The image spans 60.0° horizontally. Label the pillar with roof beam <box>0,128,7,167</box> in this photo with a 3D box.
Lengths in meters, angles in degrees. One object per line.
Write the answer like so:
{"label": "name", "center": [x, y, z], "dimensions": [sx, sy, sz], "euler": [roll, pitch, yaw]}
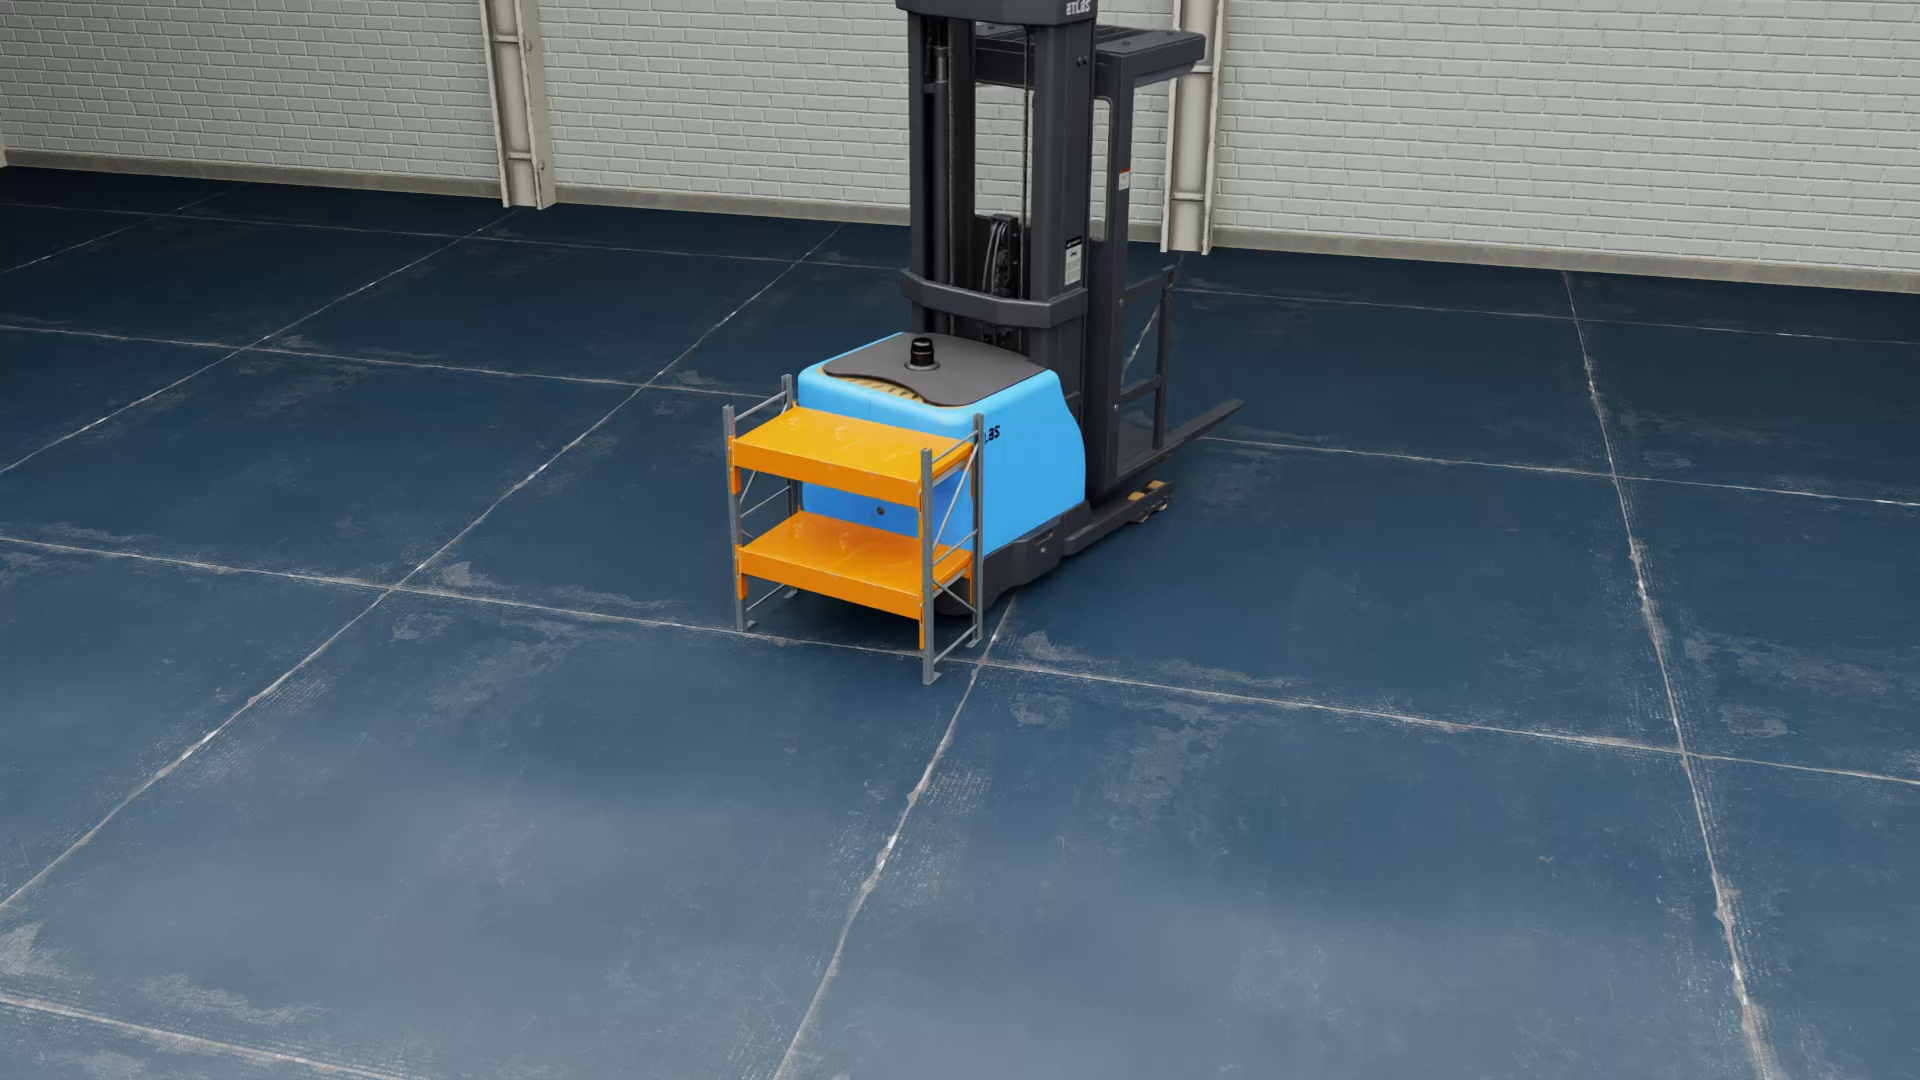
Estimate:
{"label": "pillar with roof beam", "center": [-10.809, -5.984, 10.850], "dimensions": [0.400, 9.000, 9.100], "euler": [6, 26, 13]}

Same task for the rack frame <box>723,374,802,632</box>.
{"label": "rack frame", "center": [-0.918, -0.170, 7.798], "dimensions": [0.032, 1.125, 0.500], "euler": [13, 29, 26]}

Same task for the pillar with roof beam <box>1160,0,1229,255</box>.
{"label": "pillar with roof beam", "center": [0.813, -4.699, 8.152], "dimensions": [0.400, 9.000, 9.100], "euler": [6, 26, 13]}

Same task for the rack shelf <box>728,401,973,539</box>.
{"label": "rack shelf", "center": [-0.474, -0.328, 7.449], "dimensions": [1.000, 0.278, 0.538], "euler": [13, 29, 26]}

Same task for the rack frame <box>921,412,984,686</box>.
{"label": "rack frame", "center": [-0.029, 0.043, 7.352], "dimensions": [0.032, 1.125, 0.500], "euler": [13, 29, 26]}

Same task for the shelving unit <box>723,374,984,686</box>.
{"label": "shelving unit", "center": [-0.474, -0.064, 7.575], "dimensions": [1.048, 1.125, 0.538], "euler": [13, 29, 26]}

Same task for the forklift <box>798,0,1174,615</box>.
{"label": "forklift", "center": [0.513, -1.534, 8.562], "dimensions": [1.130, 2.935, 3.031], "euler": [19, 31, 34]}

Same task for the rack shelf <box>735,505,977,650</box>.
{"label": "rack shelf", "center": [-0.474, 0.157, 7.680], "dimensions": [1.000, 0.278, 0.538], "euler": [13, 29, 26]}
